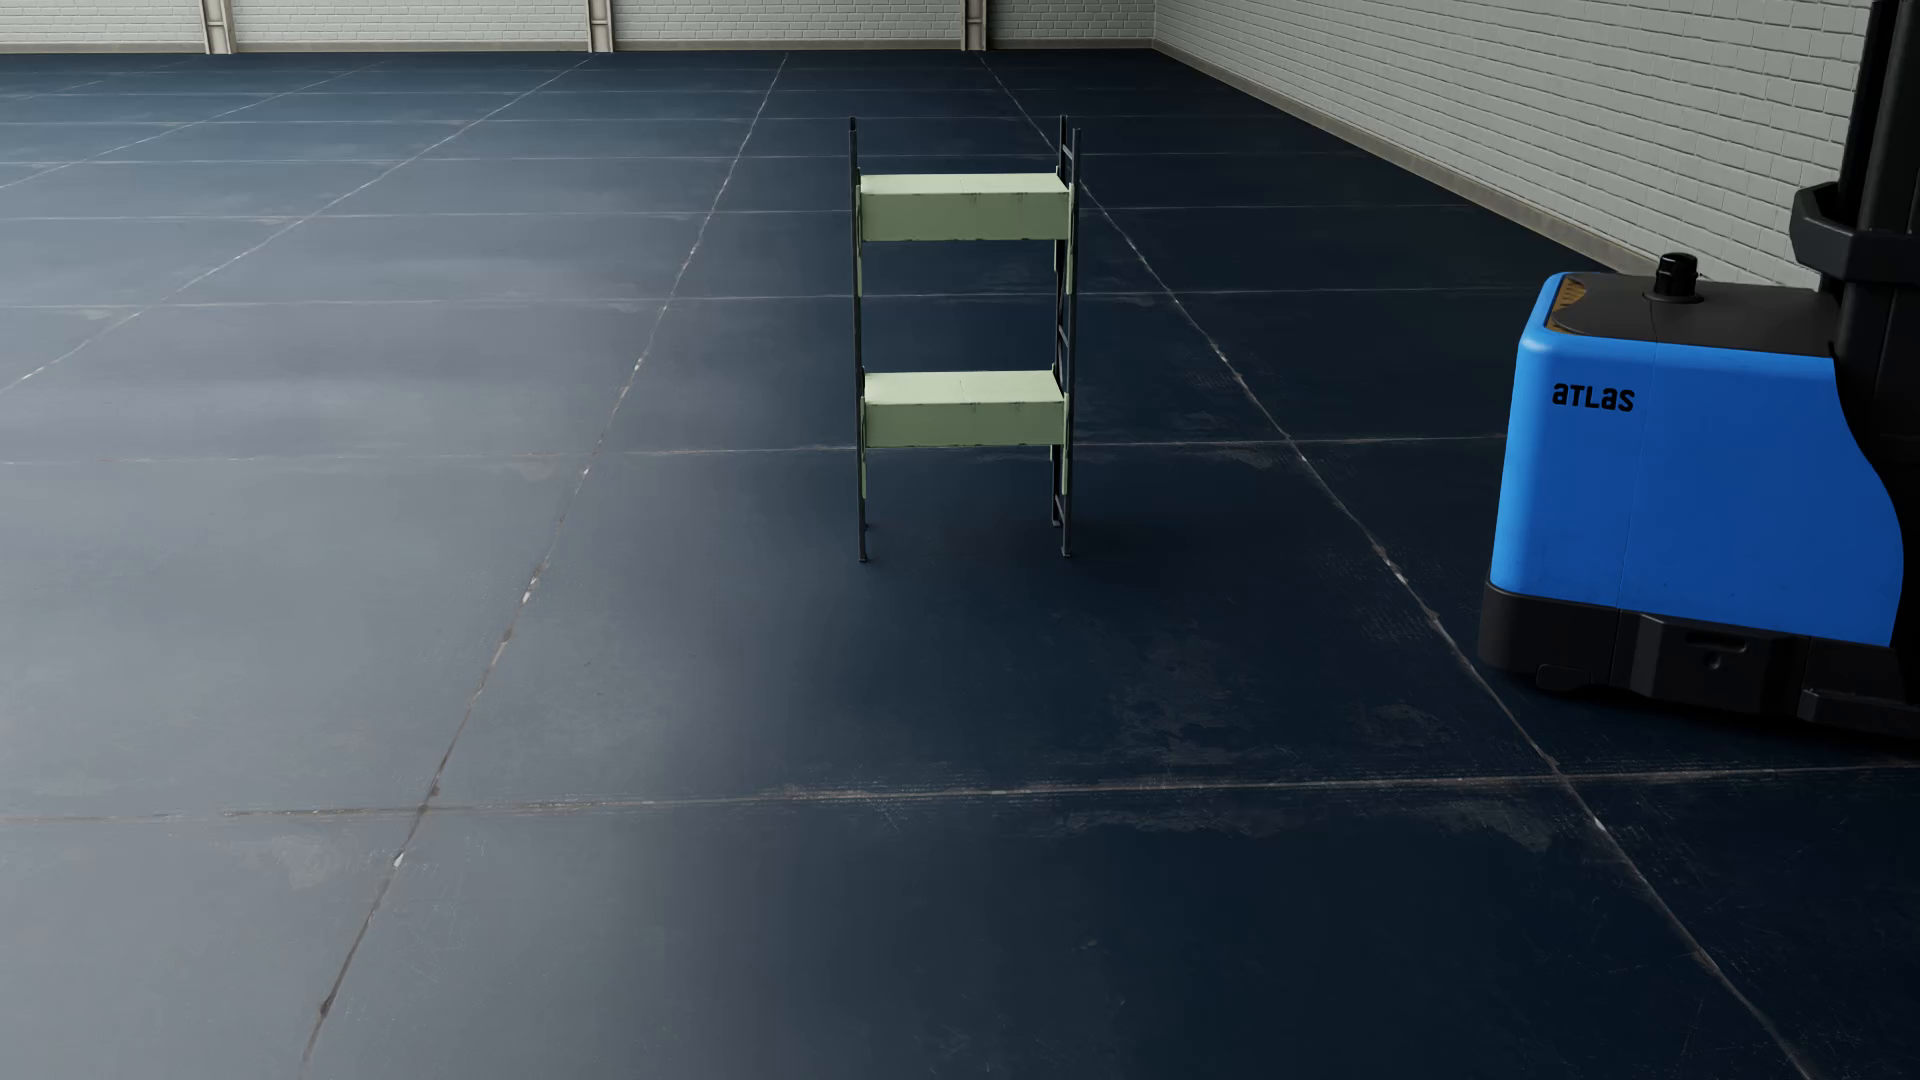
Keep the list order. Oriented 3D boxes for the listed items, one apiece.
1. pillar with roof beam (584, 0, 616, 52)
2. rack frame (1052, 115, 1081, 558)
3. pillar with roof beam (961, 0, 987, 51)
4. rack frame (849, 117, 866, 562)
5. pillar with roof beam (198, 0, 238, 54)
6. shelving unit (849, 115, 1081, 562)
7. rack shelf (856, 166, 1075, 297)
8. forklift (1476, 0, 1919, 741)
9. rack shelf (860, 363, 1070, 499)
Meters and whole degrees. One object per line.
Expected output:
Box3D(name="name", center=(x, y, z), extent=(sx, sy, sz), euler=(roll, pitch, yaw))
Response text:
Box3D(name="pillar with roof beam", center=(-5.524, -10.559, 21.207), extent=(0.400, 9.000, 9.100), euler=(-1, 21, -3))
Box3D(name="rack frame", center=(0.372, -0.708, 5.874), extent=(0.023, 1.500, 0.400), euler=(-1, 21, -3))
Box3D(name="pillar with roof beam", center=(0.466, -10.680, 21.527), extent=(0.400, 9.000, 9.100), euler=(-1, 21, -3))
Box3D(name="rack frame", center=(-0.359, -0.694, 5.835), extent=(0.023, 1.500, 0.400), euler=(-1, 21, -3))
Box3D(name="pillar with roof beam", center=(-11.515, -10.437, 20.887), extent=(0.400, 9.000, 9.100), euler=(-1, 21, -3))
Box3D(name="shelving unit", center=(0.007, -0.701, 5.854), extent=(0.755, 1.500, 0.431), euler=(-1, 21, -3))
Box3D(name="rack shelf", center=(0.007, -1.066, 5.716), extent=(0.720, 0.370, 0.431), euler=(-1, 21, -3))
Box3D(name="forklift", center=(3.123, -0.894, 4.349), extent=(3.031, 2.935, 1.130), euler=(9, 22, 21))
Box3D(name="rack shelf", center=(0.007, -0.396, 5.970), extent=(0.720, 0.370, 0.431), euler=(-1, 21, -3))
